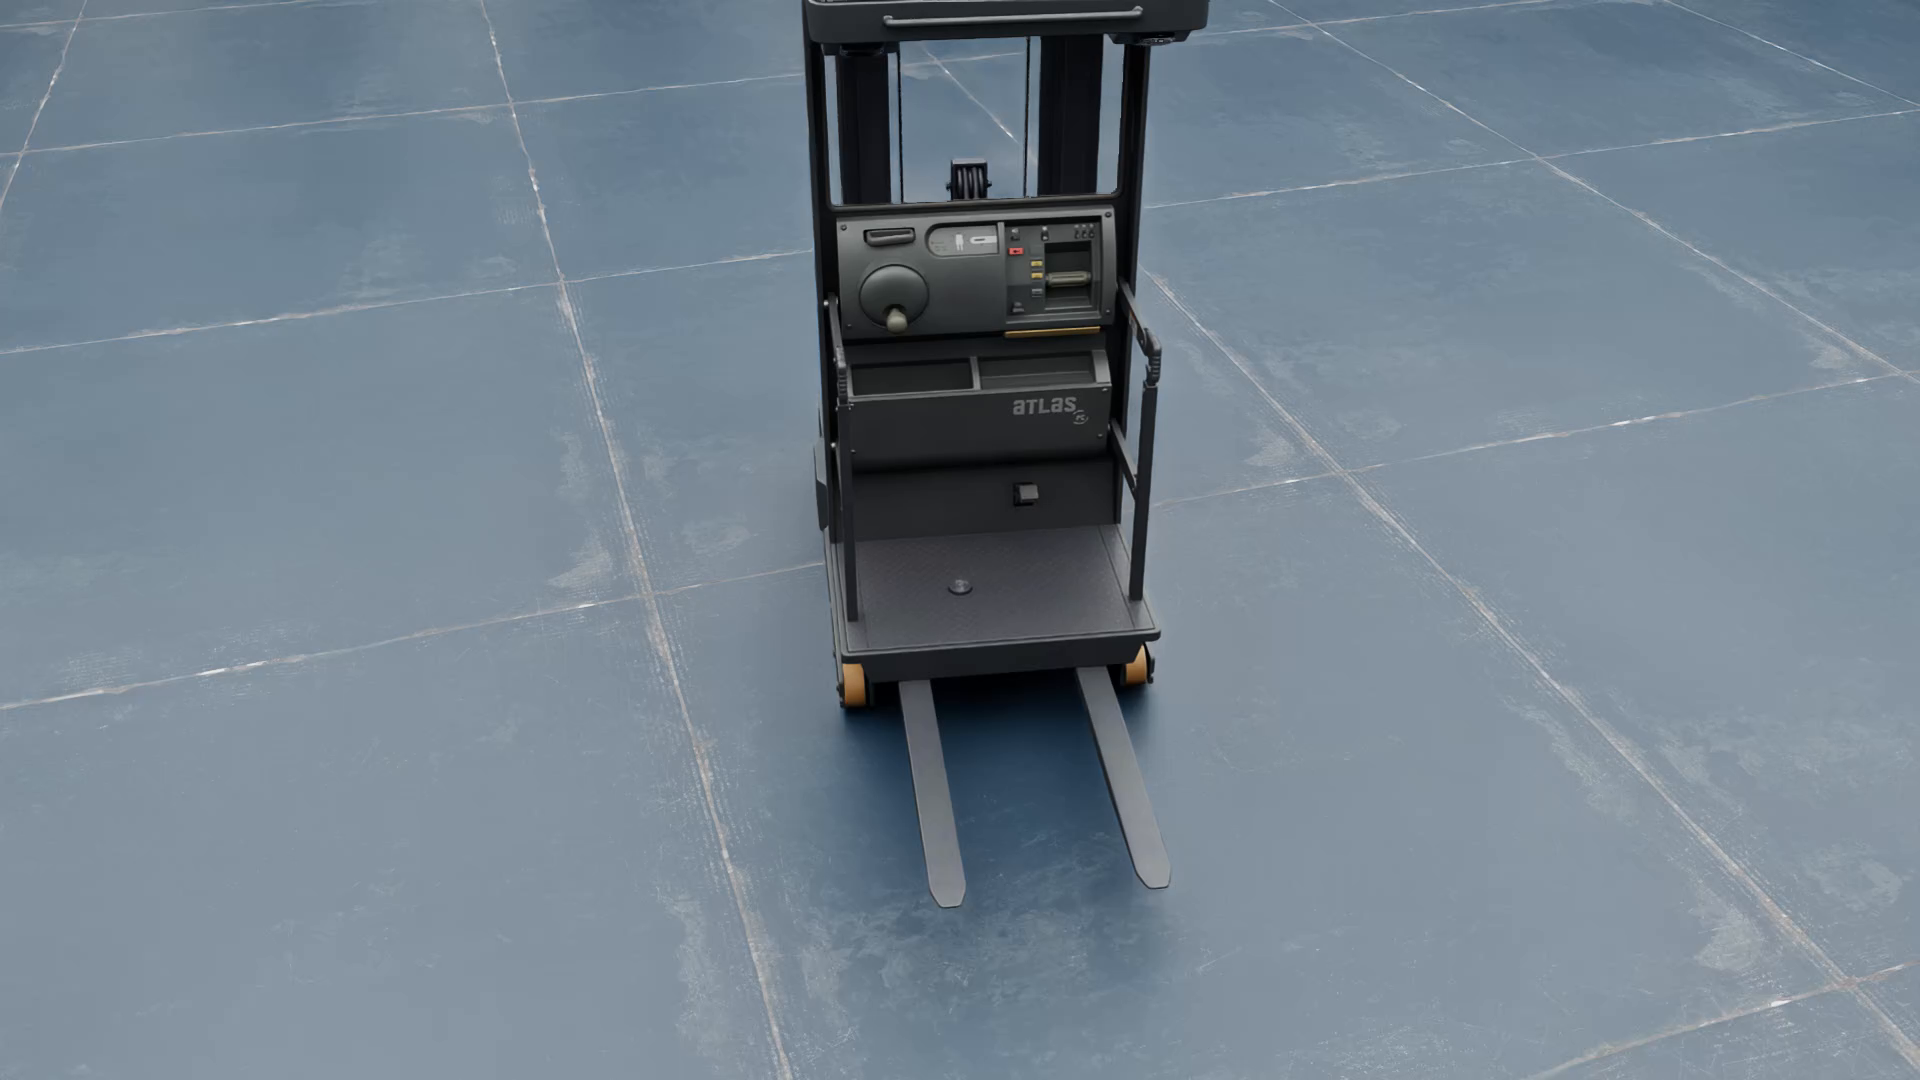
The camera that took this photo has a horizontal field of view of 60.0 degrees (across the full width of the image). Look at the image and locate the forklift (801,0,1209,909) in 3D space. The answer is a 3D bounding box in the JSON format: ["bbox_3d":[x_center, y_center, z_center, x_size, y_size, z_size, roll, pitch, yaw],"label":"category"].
[{"bbox_3d":[0.087,-0.837,5.358,1.130,2.935,3.031,-4,34,-6],"label":"forklift"}]
